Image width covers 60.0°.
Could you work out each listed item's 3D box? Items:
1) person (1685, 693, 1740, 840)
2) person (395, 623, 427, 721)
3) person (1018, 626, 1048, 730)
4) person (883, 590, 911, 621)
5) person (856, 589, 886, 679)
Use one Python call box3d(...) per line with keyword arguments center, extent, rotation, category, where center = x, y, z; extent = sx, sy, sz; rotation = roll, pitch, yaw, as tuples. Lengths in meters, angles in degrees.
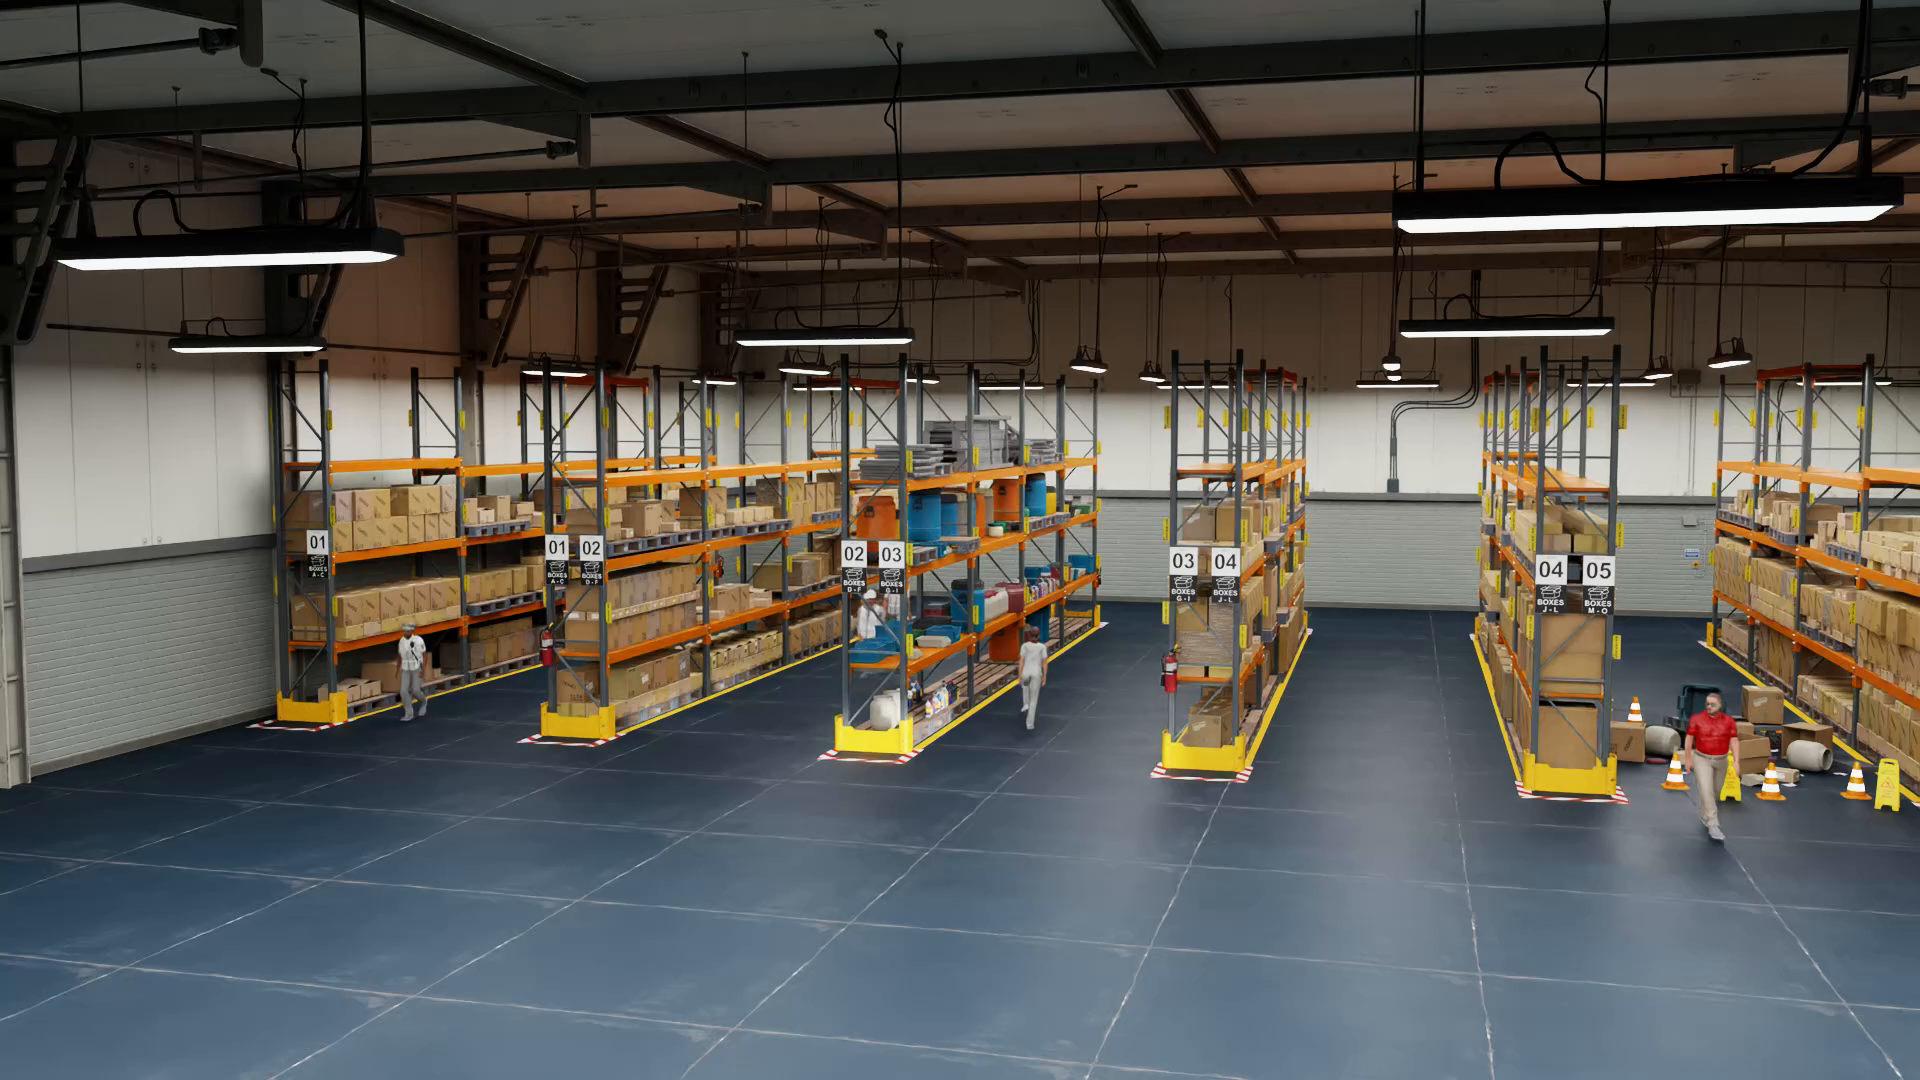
box3d(center=(9.096, 2.692, 20.054), extent=(0.562, 1.691, 0.954), rotation=(0, 4, 4), category="person")
box3d(center=(-9.167, 2.182, 27.904), extent=(0.540, 1.659, 0.555), rotation=(1, 4, 13), category="person")
box3d(center=(1.190, 2.221, 26.985), extent=(0.461, 1.640, 0.719), rotation=(1, 4, 11), category="person")
box3d(center=(-1.378, 1.544, 36.002), extent=(0.565, 1.713, 1.099), rotation=(1, 4, 11), category="person")
box3d(center=(-1.681, 1.720, 30.665), extent=(0.532, 1.613, 0.989), rotation=(2, 4, 21), category="person")
